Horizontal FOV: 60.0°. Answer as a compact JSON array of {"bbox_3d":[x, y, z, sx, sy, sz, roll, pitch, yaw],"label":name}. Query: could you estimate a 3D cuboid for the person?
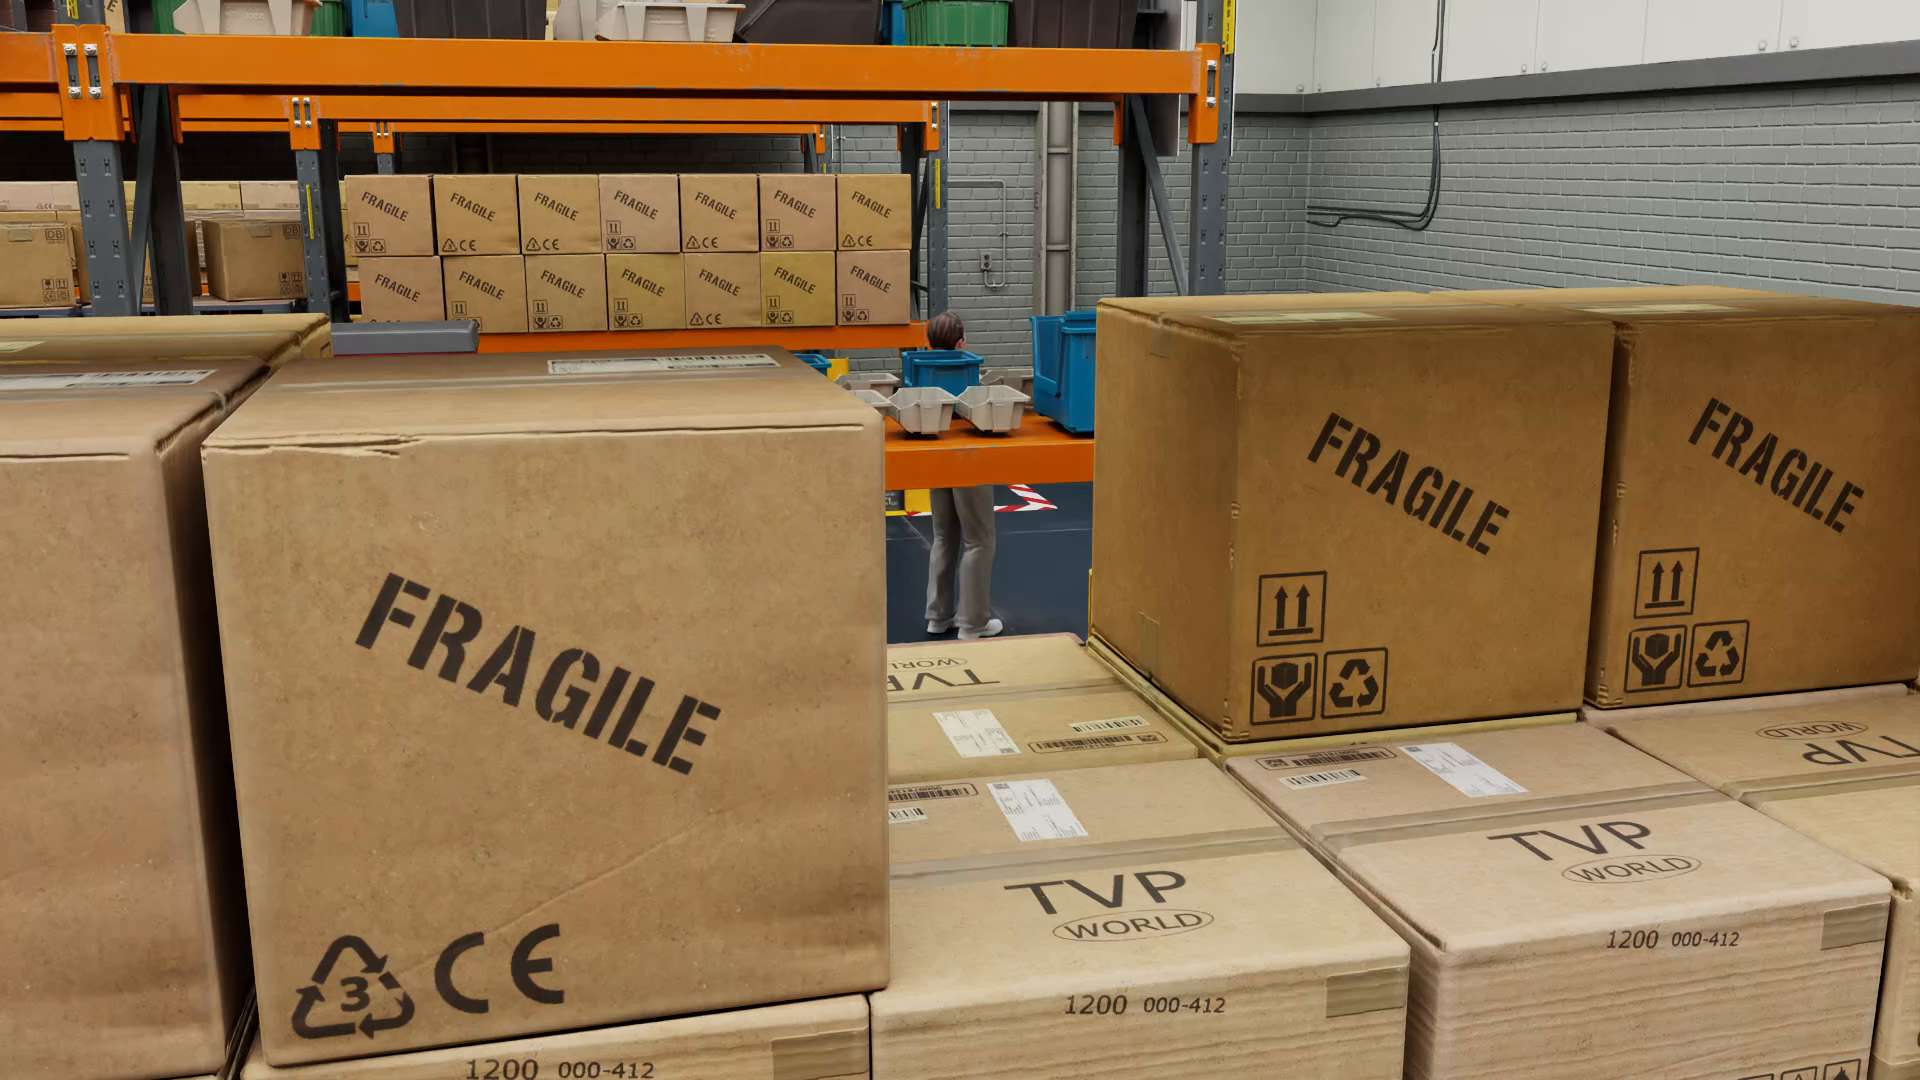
[{"bbox_3d":[0.031,-0.338,8.487,0.438,1.662,0.553,11,17,39],"label":"person"}]
